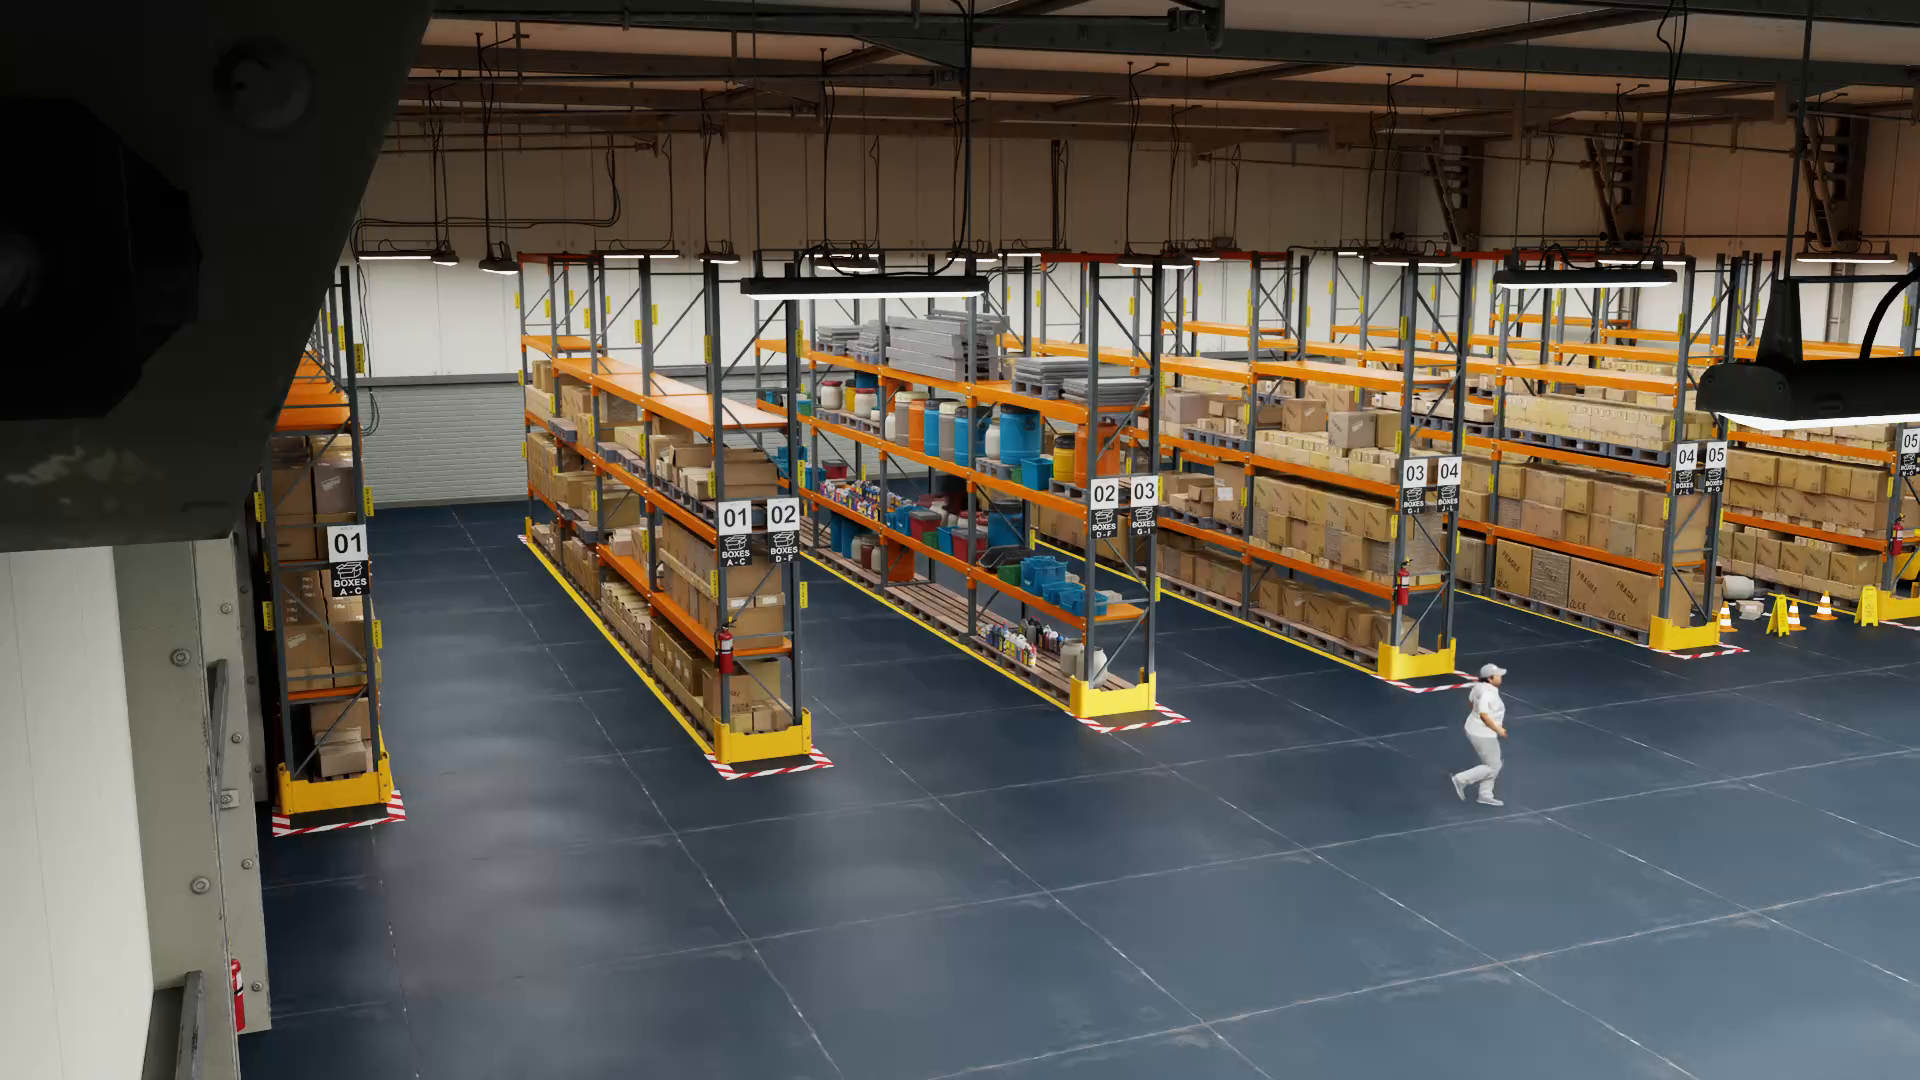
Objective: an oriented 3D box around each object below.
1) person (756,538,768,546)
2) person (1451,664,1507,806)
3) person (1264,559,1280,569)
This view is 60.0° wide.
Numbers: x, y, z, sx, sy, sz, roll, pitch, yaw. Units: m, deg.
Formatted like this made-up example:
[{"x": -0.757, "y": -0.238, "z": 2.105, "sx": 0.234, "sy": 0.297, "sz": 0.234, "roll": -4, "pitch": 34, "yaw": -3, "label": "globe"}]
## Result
[{"x": -3.441, "y": -0.073, "z": 29.439, "sx": 0.688, "sy": 1.849, "sz": 0.789, "roll": -5, "pitch": 11, "yaw": -25, "label": "person"}, {"x": 5.817, "y": 2.184, "z": 18.652, "sx": 0.641, "sy": 1.650, "sz": 0.607, "roll": 1, "pitch": 10, "yaw": 3, "label": "person"}, {"x": 6.045, "y": -0.349, "z": 32.237, "sx": 0.549, "sy": 1.755, "sz": 0.763, "roll": -6, "pitch": 12, "yaw": -30, "label": "person"}]
